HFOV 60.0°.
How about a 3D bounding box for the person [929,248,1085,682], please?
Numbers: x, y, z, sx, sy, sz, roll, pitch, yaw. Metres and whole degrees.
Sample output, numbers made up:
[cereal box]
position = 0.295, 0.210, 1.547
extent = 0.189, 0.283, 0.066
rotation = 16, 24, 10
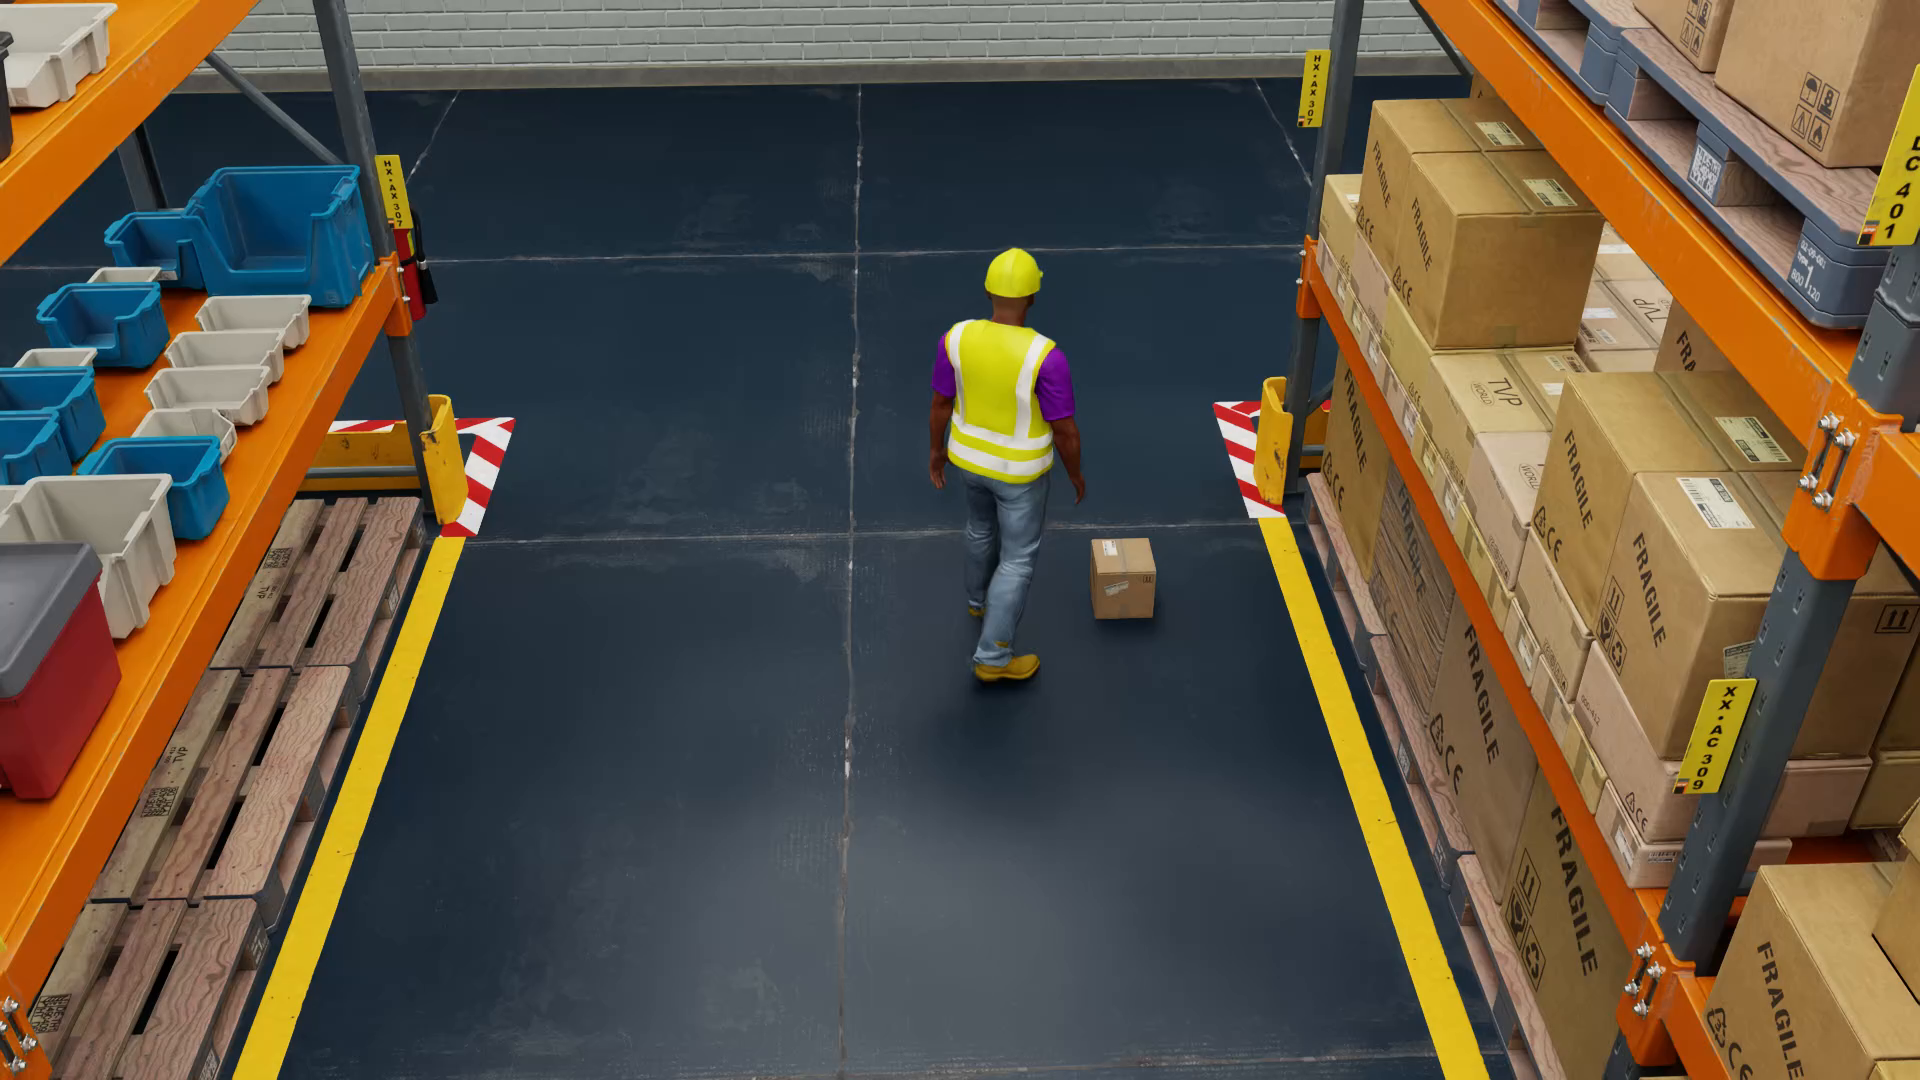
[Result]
[person]
position = 0.173, -0.306, 6.572
extent = 0.637, 1.754, 0.738
rotation = 17, 39, 23
